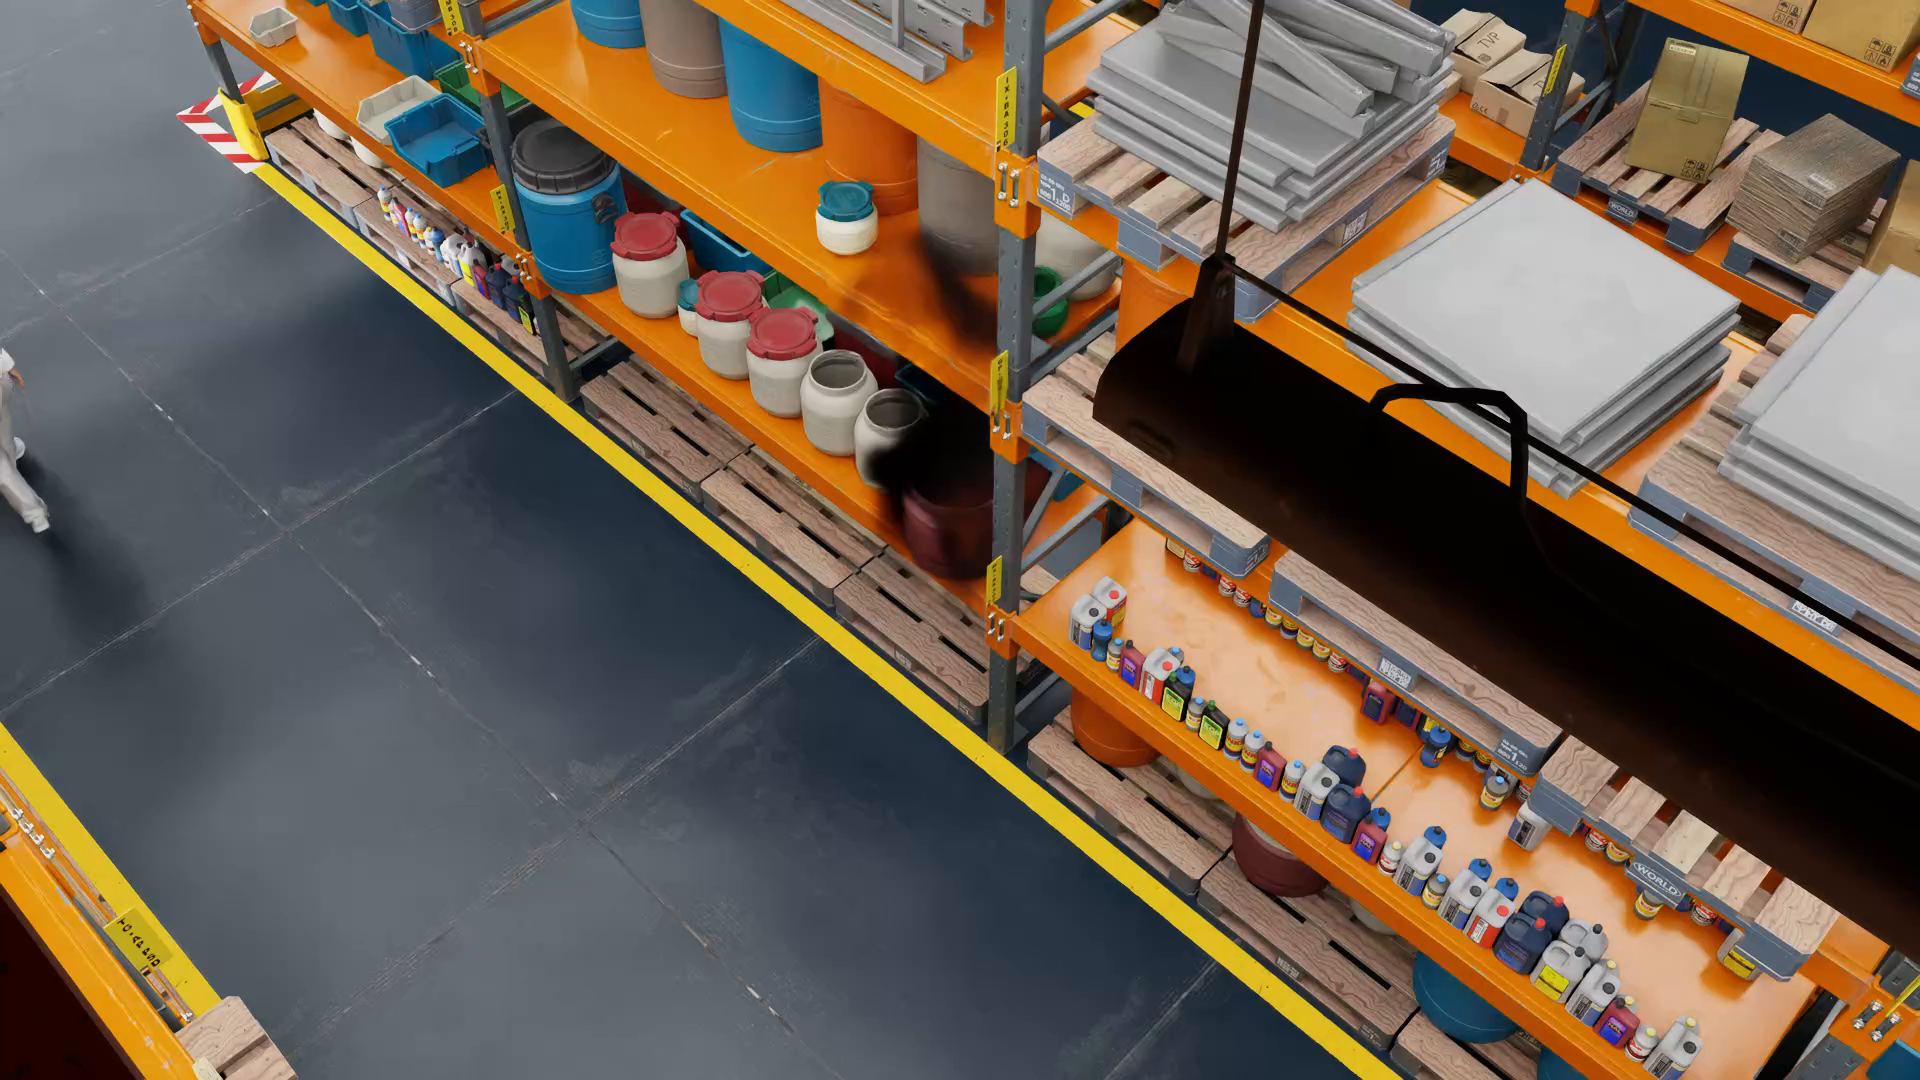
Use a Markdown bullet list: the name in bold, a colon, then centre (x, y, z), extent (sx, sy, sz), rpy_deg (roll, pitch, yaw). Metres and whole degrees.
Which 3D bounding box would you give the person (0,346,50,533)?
- **person**: centre (-5.995, -0.827, 10.034), extent (0.720, 1.575, 1.155), rpy_deg (-24, 54, -19)
